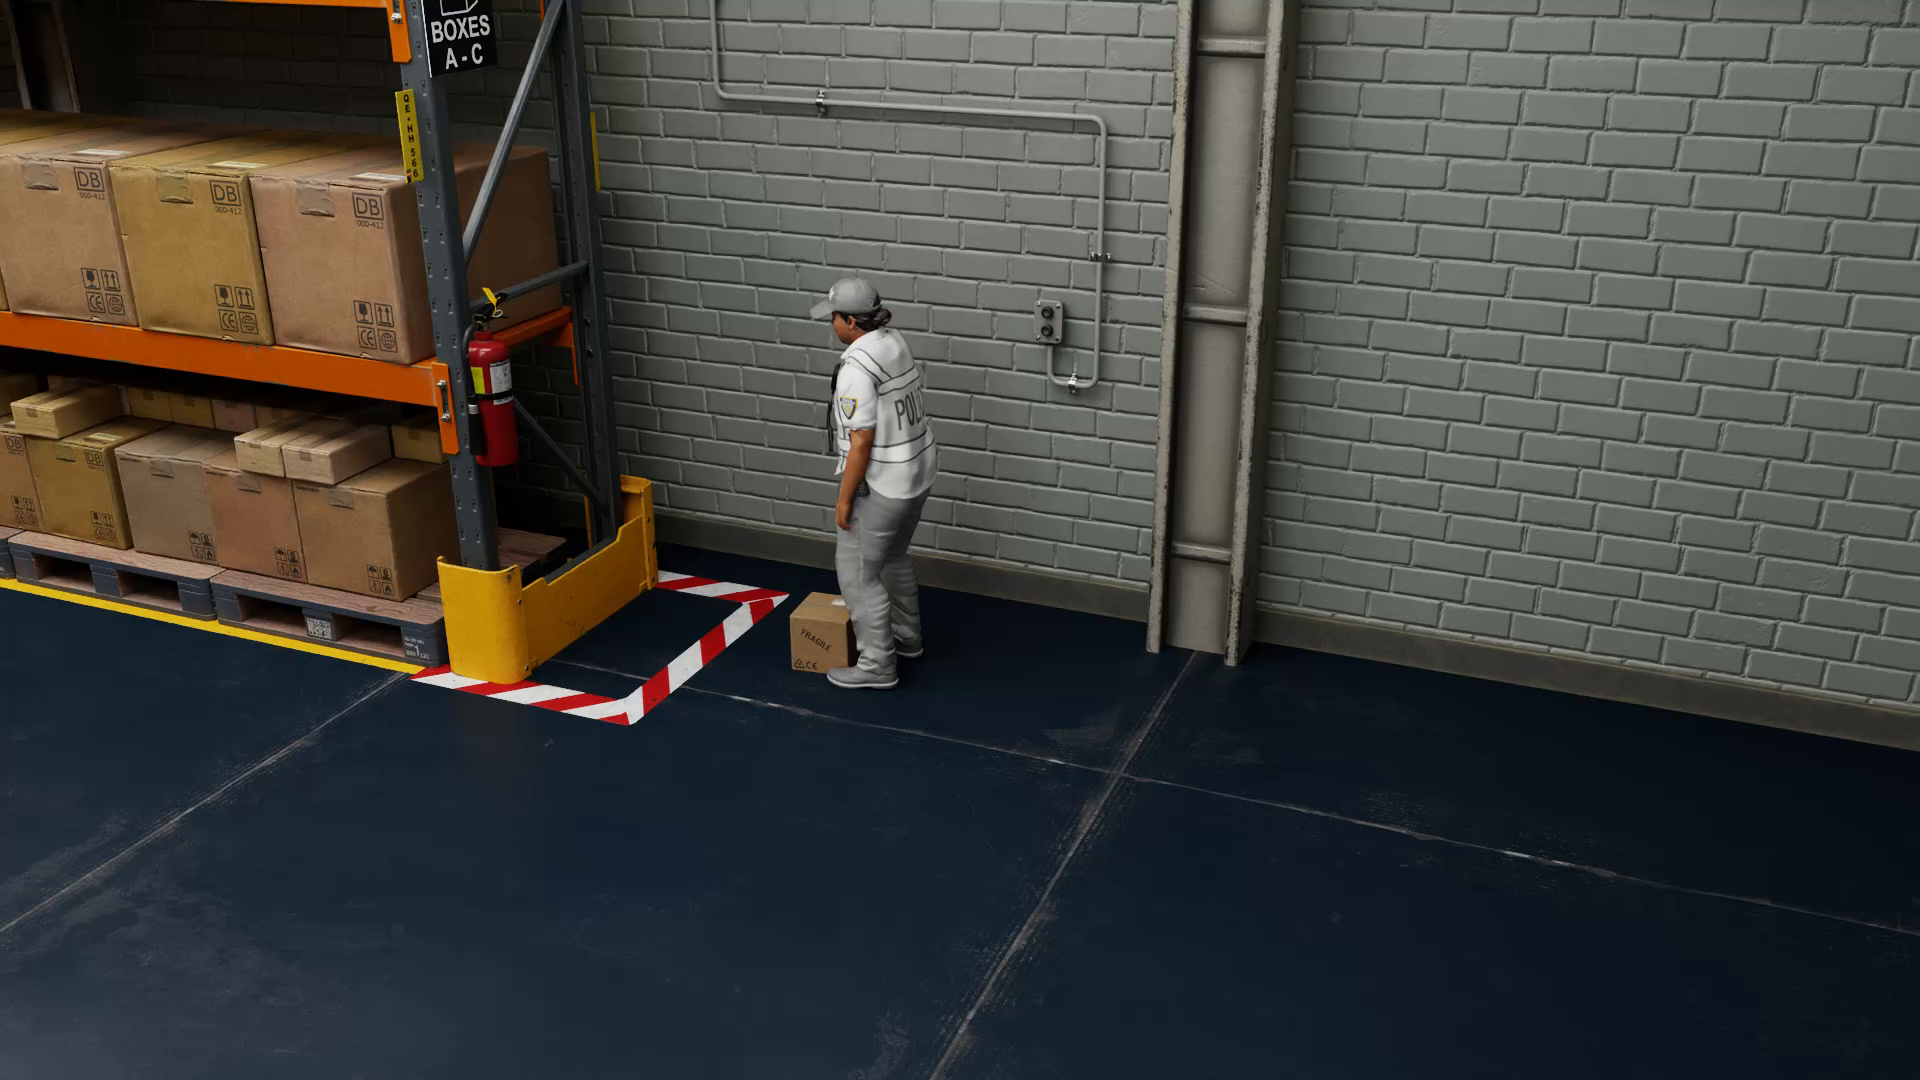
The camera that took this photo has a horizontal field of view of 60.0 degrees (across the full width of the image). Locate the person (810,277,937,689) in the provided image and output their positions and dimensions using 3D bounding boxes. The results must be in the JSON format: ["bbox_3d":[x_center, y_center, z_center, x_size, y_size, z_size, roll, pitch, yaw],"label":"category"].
[{"bbox_3d":[-0.344,-0.229,6.635,0.467,1.667,0.540,9,24,20],"label":"person"}]
